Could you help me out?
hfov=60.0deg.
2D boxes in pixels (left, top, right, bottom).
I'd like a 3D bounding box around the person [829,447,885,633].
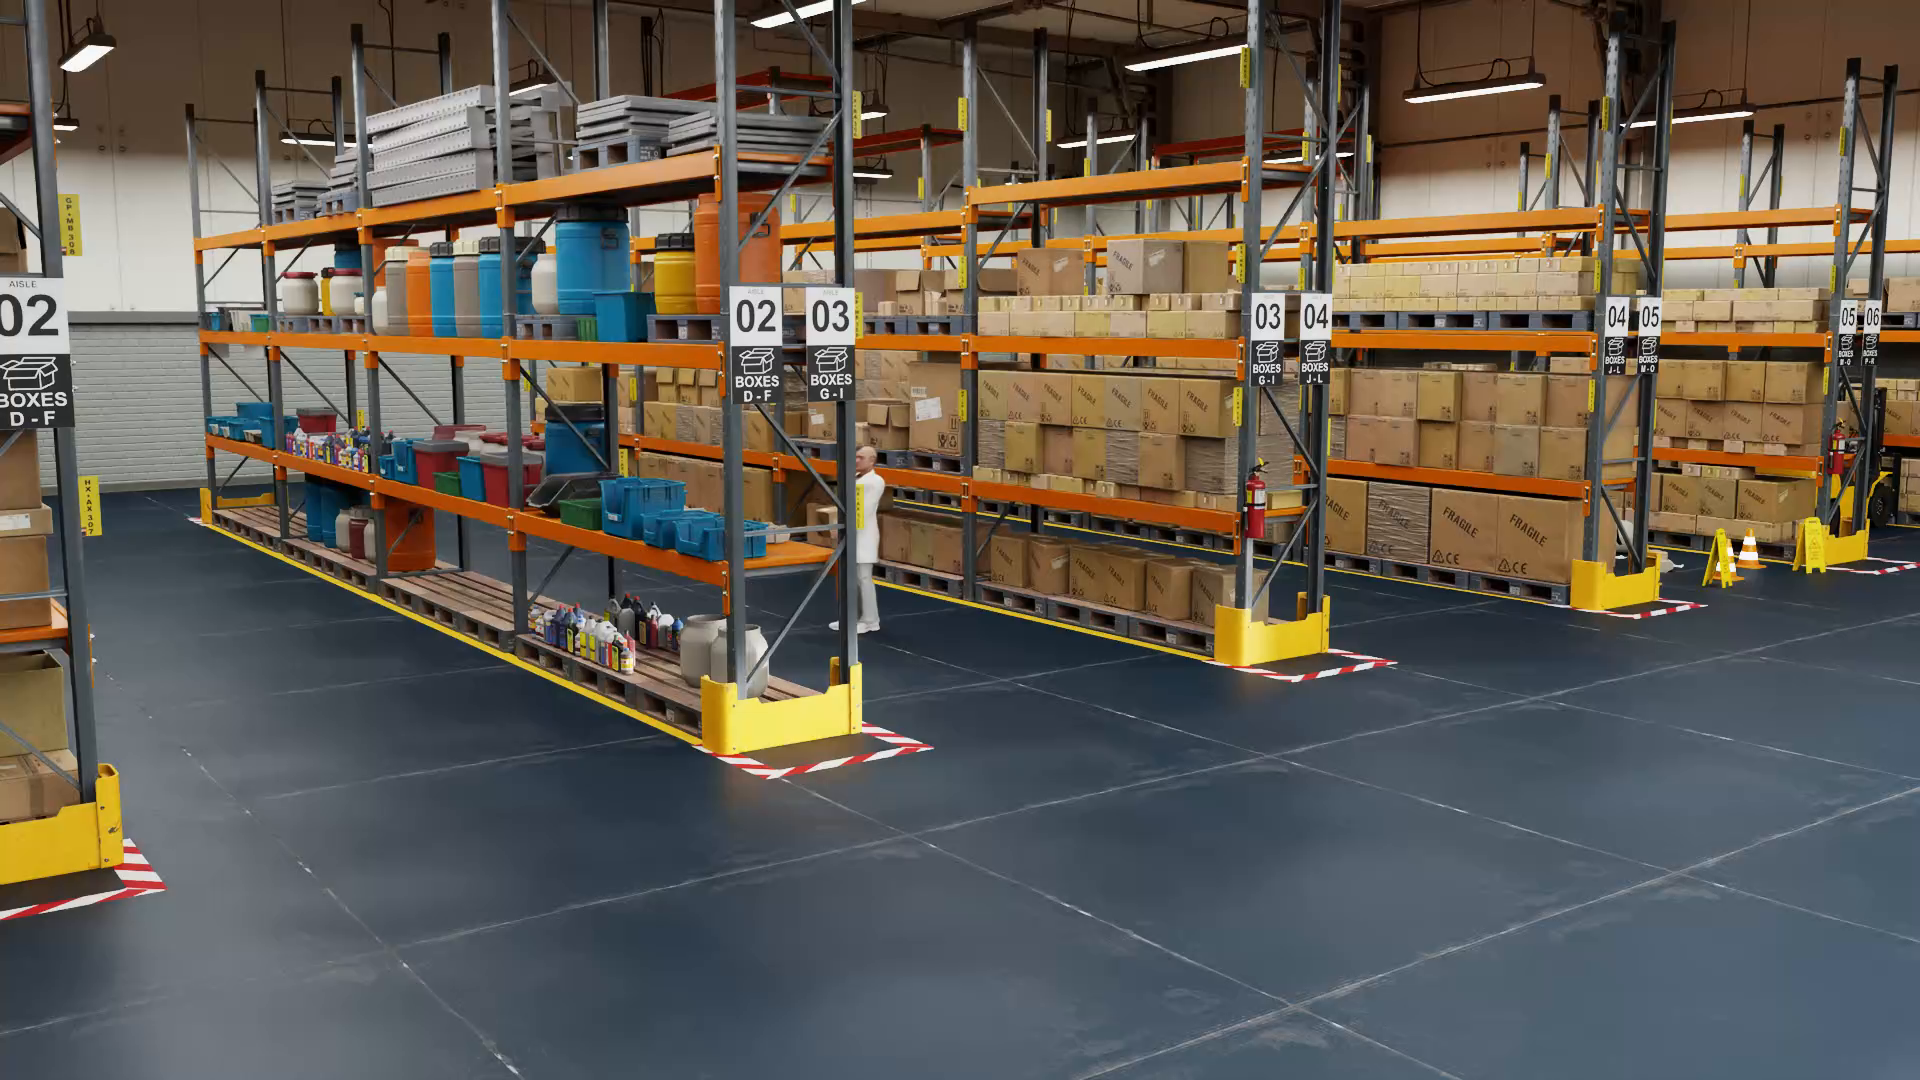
[{"bbox_3d":[-1.036,-0.003,15.901,0.555,1.770,0.528,-5,9,-35],"label":"person"}]
